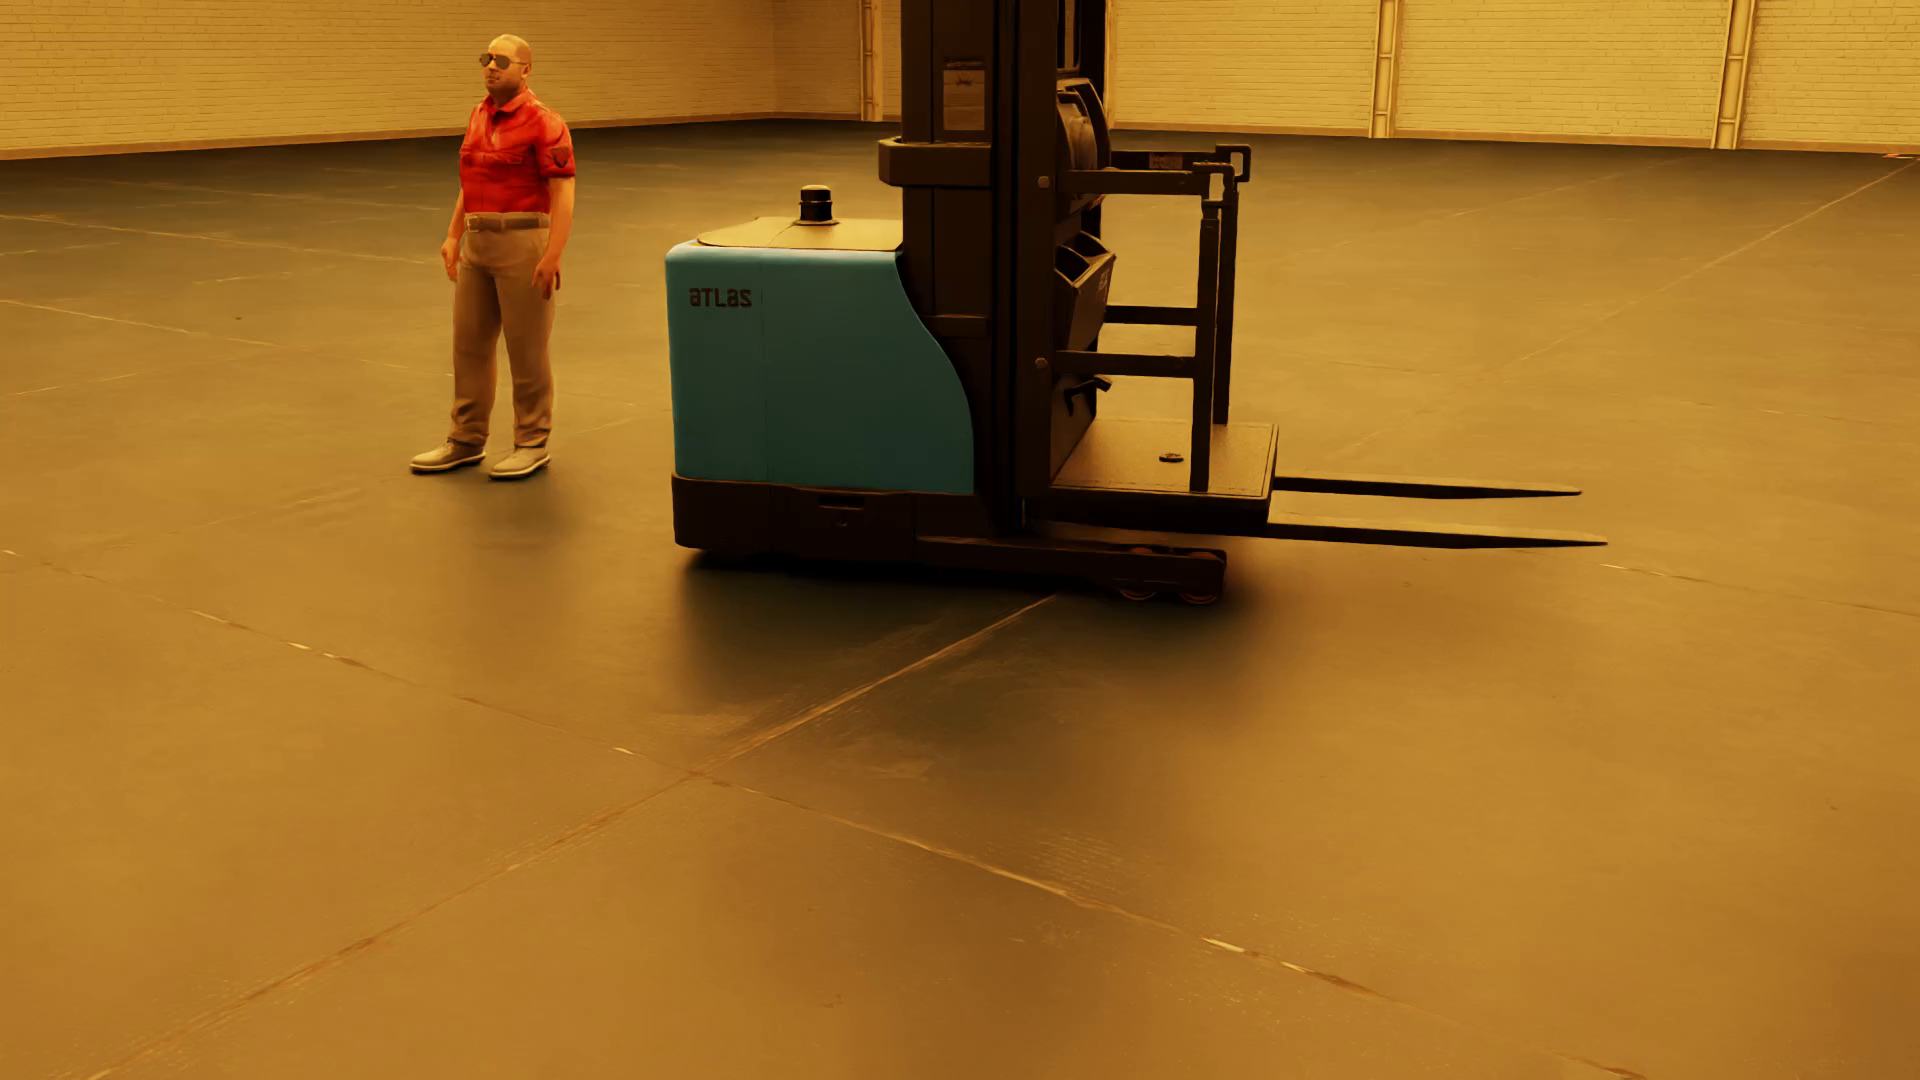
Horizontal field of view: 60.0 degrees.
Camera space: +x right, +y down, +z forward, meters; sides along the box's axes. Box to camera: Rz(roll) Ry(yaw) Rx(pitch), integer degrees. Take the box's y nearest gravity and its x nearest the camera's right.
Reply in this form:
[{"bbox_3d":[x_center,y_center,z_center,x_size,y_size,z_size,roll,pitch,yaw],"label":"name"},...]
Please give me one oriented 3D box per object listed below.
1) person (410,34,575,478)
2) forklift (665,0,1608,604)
[{"bbox_3d":[-1.884,-1.124,6.677,0.651,1.734,0.538,11,20,32],"label":"person"},{"bbox_3d":[0.595,-1.367,5.404,3.031,2.935,1.130,4,17,12],"label":"forklift"}]
